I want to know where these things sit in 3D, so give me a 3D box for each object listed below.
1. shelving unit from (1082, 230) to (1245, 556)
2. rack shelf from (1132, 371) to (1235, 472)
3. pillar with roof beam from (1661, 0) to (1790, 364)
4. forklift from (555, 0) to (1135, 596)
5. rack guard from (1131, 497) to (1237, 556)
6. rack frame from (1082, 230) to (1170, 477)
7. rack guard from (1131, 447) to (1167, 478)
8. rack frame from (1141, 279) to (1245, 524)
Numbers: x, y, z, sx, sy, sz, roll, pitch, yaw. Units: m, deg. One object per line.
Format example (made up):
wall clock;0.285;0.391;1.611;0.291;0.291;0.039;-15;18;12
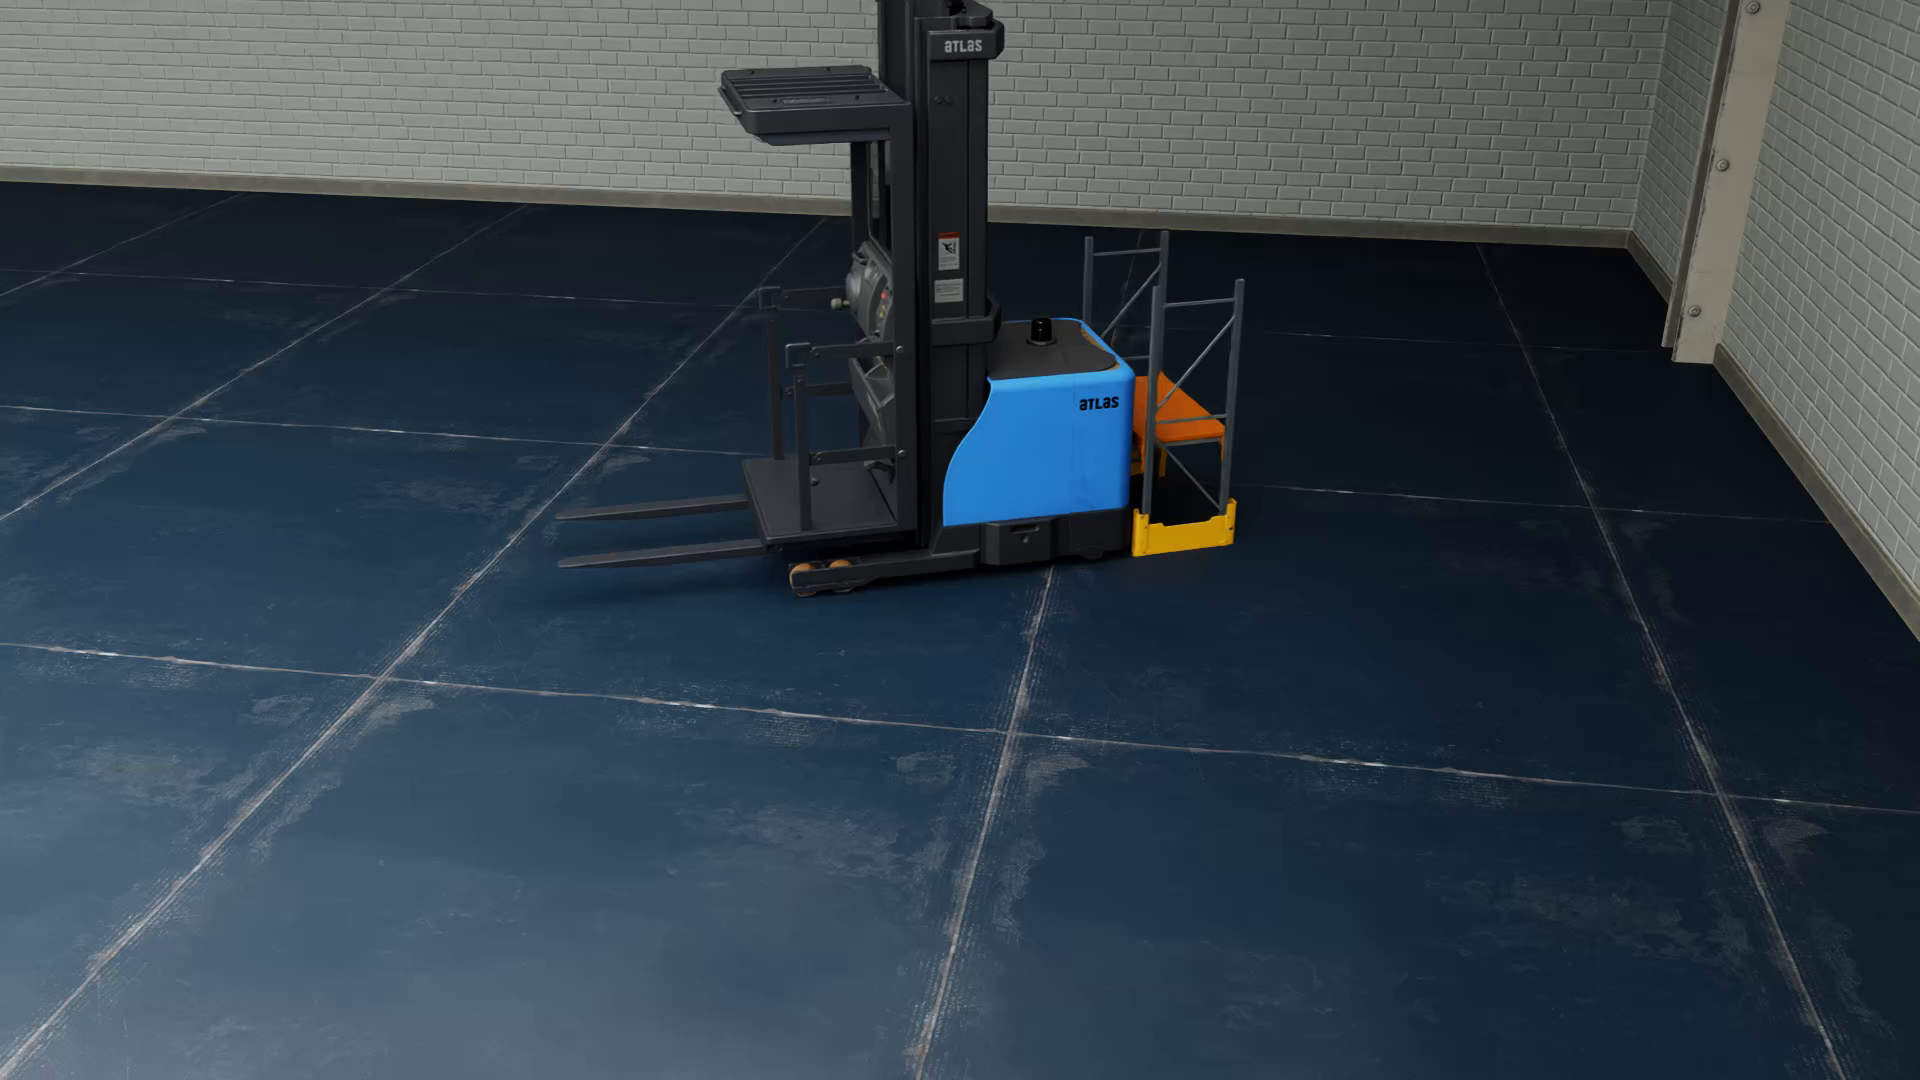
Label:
shelving unit;1.090;-0.842;9.279;0.587;1.500;1.083;-7;26;-14
rack shelf;1.088;-0.682;9.363;0.538;0.185;1.000;-7;26;-14
pillar with roof beam;1.081;-5.733;10.883;9.100;9.000;0.400;4;25;9
forklift;-0.648;-1.282;8.531;3.031;2.935;1.130;-6;26;-12
rack guard;1.227;-0.073;9.110;0.587;0.250;0.087;-7;26;-14
rack frame;0.949;-1.053;9.730;0.500;1.500;0.032;-7;26;-14
rack guard;0.954;-0.479;9.978;0.587;0.250;0.087;-7;26;-14
rack frame;1.227;-0.638;8.844;0.500;1.500;0.032;-7;26;-14
